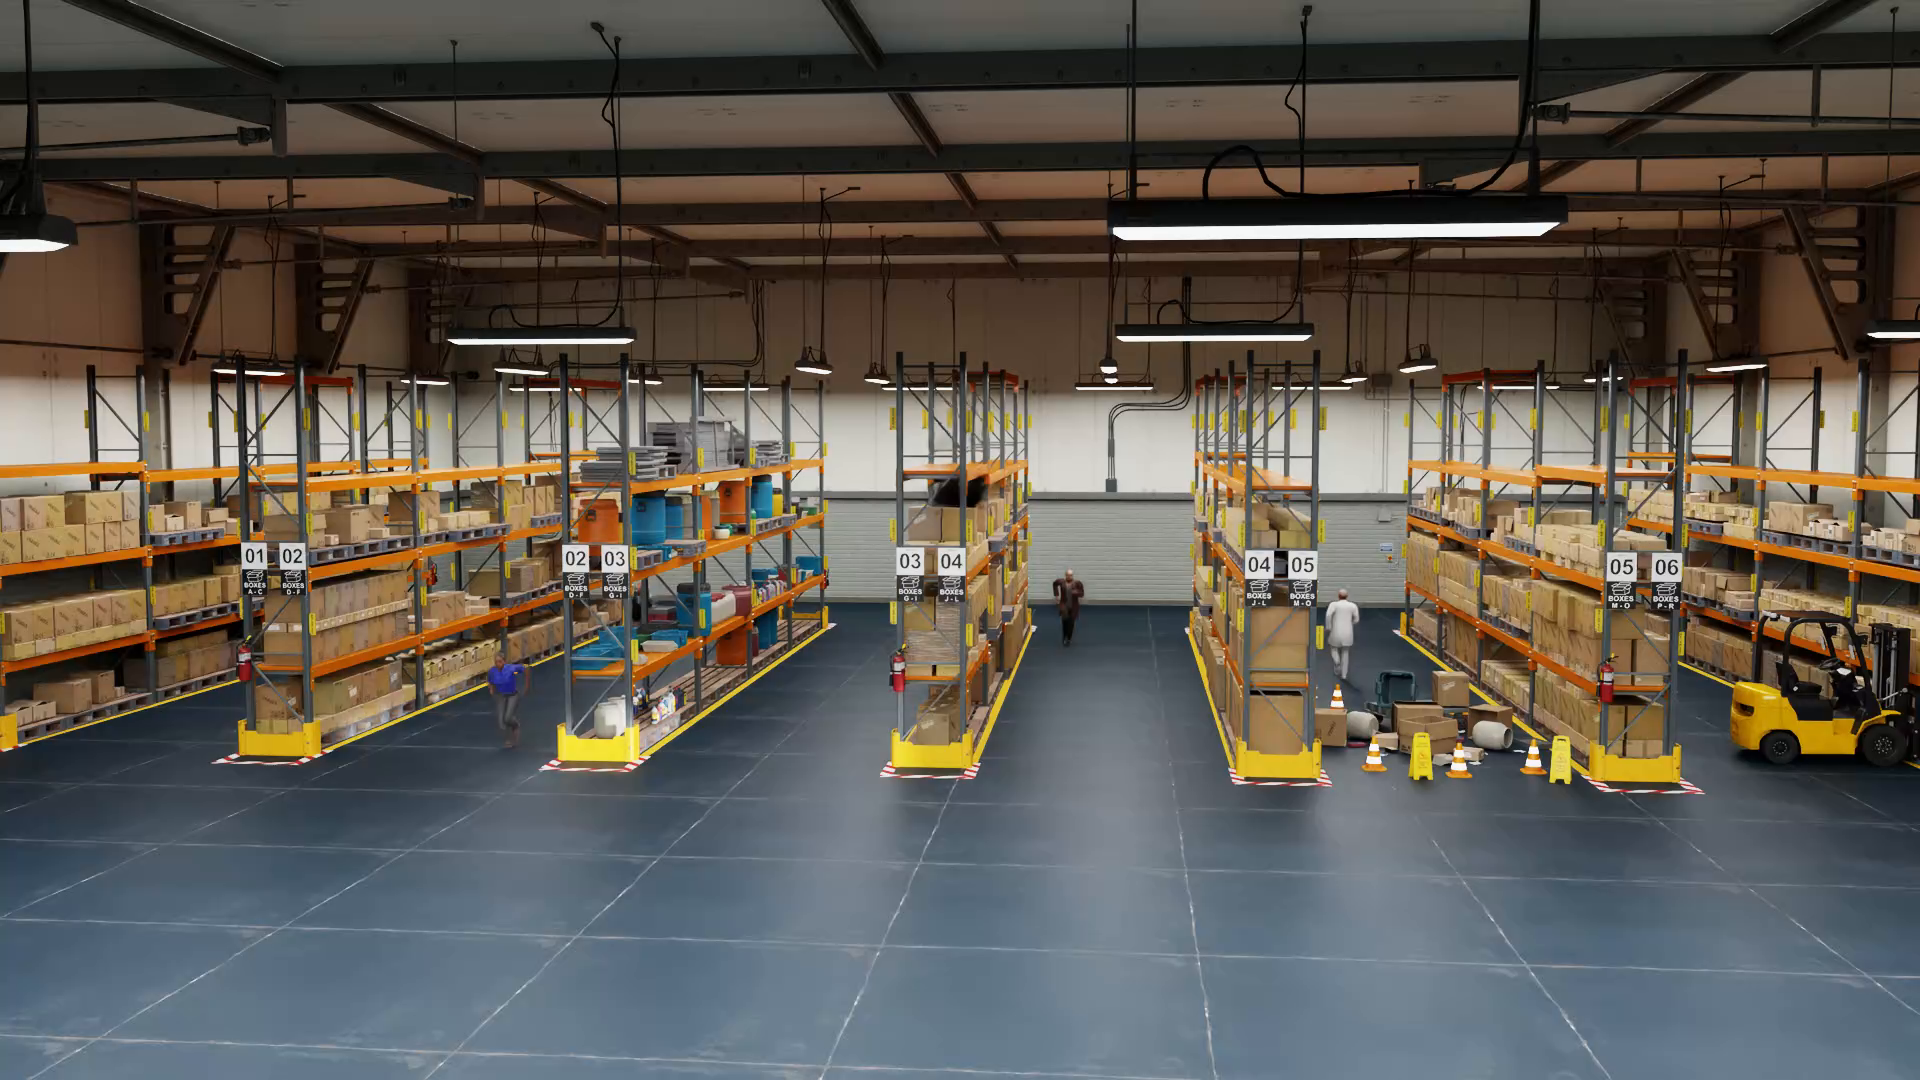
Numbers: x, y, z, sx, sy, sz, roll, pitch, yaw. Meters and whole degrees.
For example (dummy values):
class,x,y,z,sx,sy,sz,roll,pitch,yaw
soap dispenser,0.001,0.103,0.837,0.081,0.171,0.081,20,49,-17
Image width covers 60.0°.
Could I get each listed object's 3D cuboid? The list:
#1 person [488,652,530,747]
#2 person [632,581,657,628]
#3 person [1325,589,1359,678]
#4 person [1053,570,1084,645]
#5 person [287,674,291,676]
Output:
class,x,y,z,sx,sy,sz,roll,pitch,yaw
person,-6.874,2.442,25.318,0.578,1.522,0.829,1,4,8
person,-6.655,1.694,34.843,0.647,1.694,0.831,0,4,-1
person,7.458,1.820,32.565,0.690,1.733,0.715,0,4,2
person,2.412,1.497,37.008,0.690,1.706,0.958,0,4,0
person,-11.361,2.143,28.724,0.706,1.731,1.052,0,4,2
